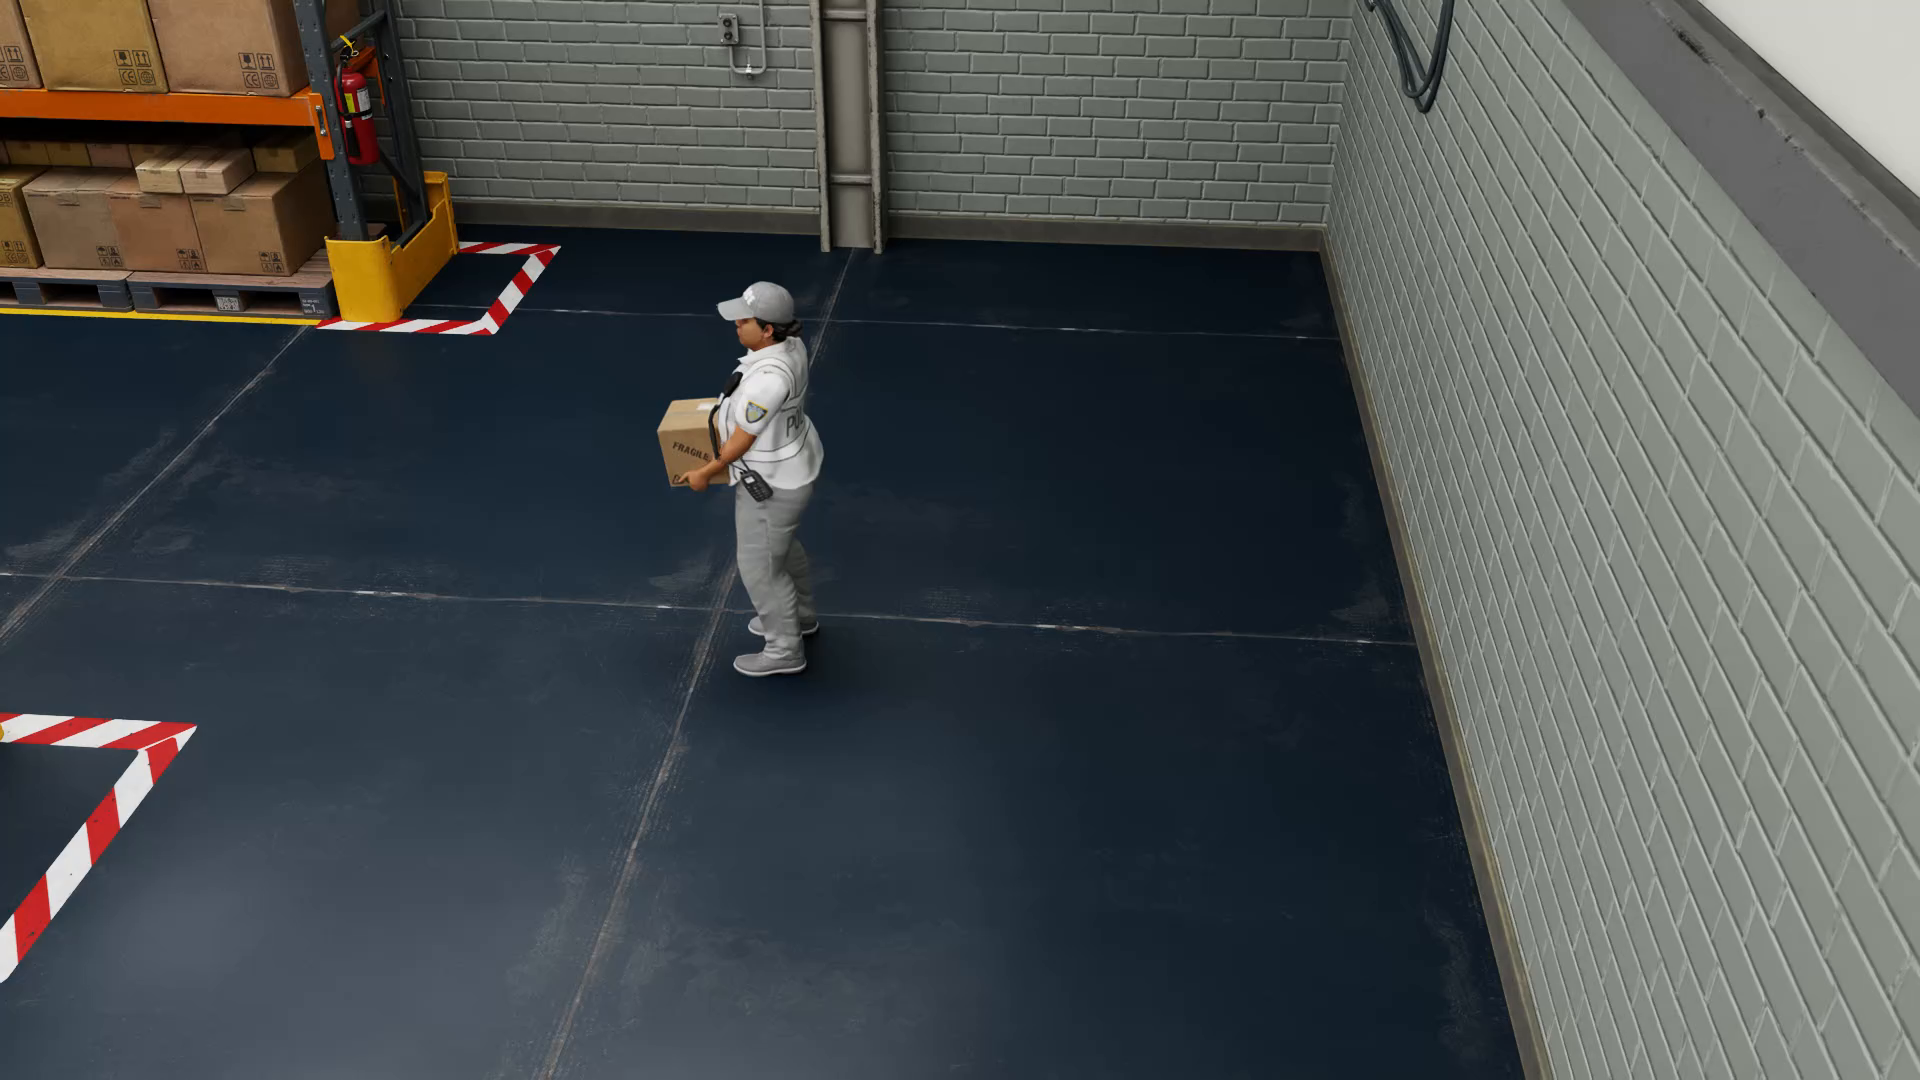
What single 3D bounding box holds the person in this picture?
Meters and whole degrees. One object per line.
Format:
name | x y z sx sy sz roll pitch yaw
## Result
person | -0.808 -0.240 6.525 0.539 1.662 0.452 3 32 4
